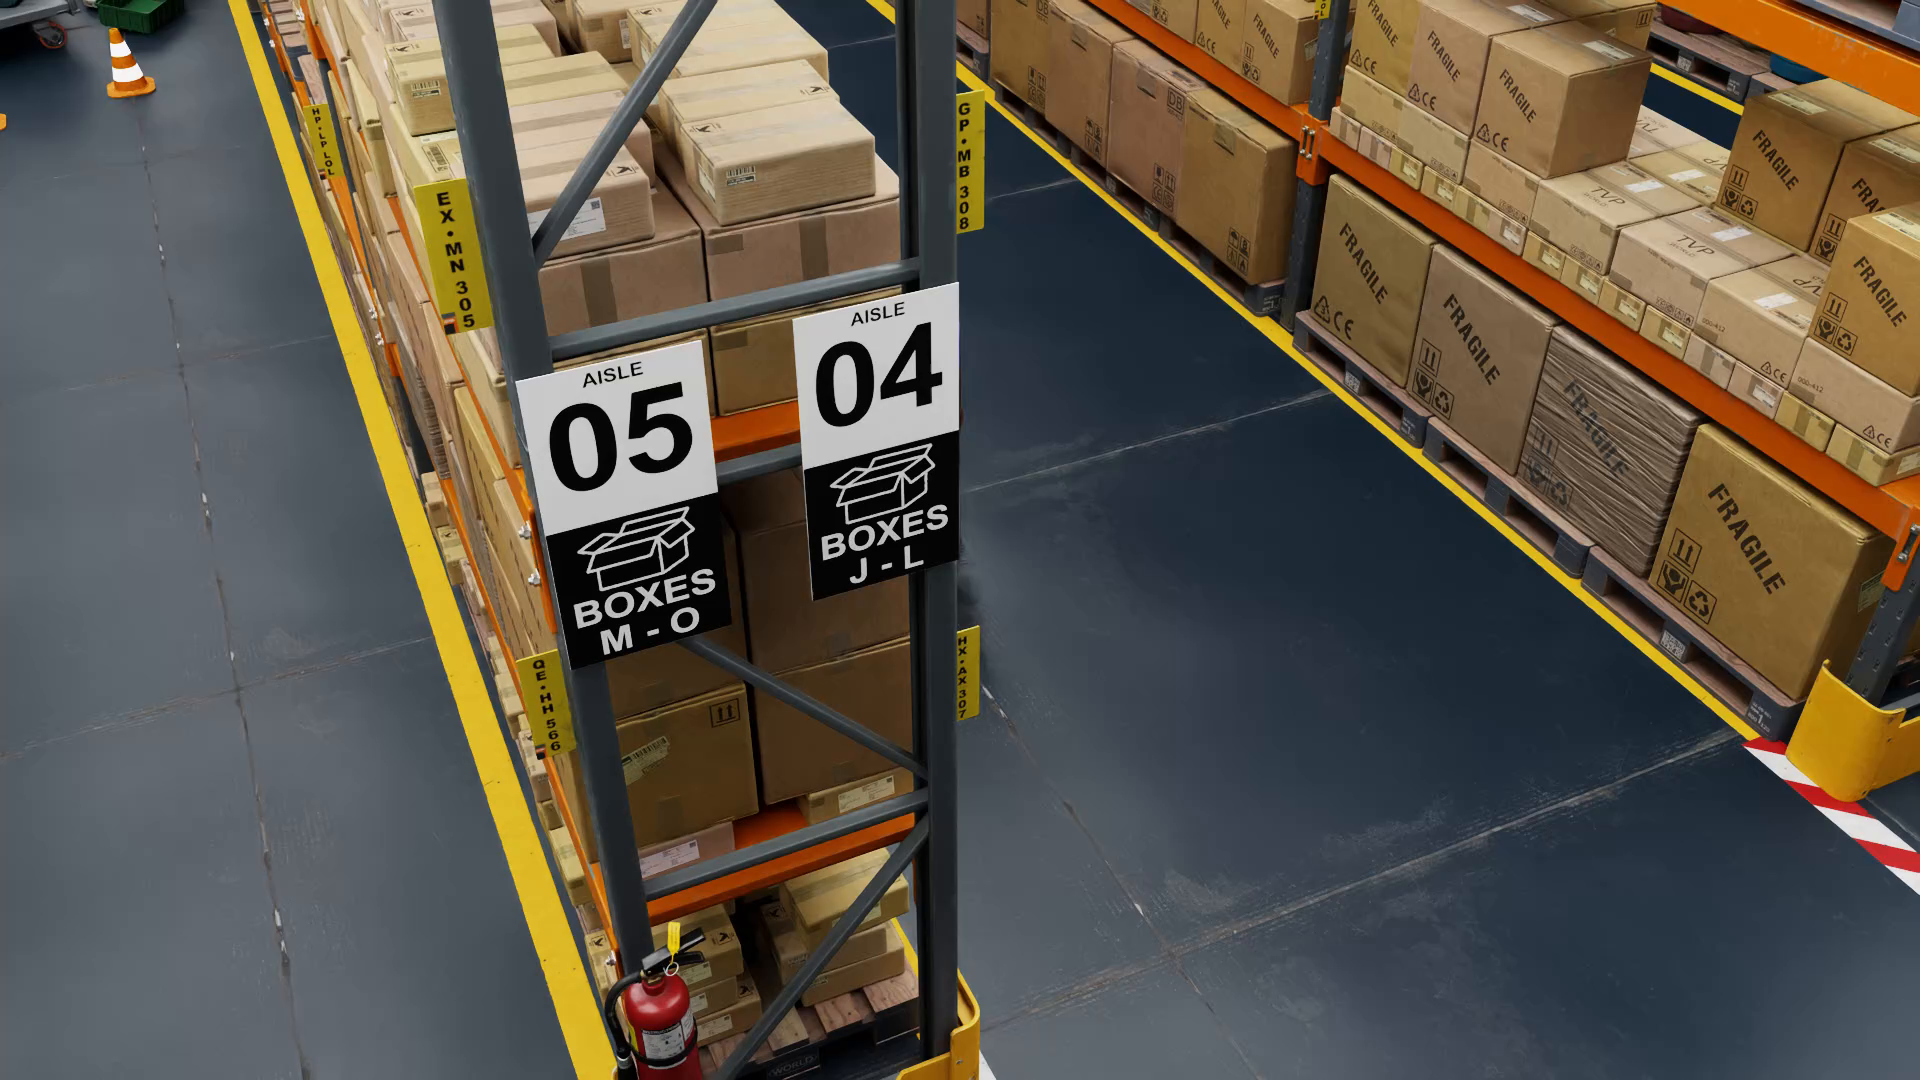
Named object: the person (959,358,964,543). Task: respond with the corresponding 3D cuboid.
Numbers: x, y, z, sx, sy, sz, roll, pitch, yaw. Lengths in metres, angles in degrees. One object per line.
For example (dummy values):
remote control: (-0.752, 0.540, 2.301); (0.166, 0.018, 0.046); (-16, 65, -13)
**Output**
person: (-0.235, -0.635, 7.647); (0.492, 1.658, 0.508); (-11, 39, -14)
